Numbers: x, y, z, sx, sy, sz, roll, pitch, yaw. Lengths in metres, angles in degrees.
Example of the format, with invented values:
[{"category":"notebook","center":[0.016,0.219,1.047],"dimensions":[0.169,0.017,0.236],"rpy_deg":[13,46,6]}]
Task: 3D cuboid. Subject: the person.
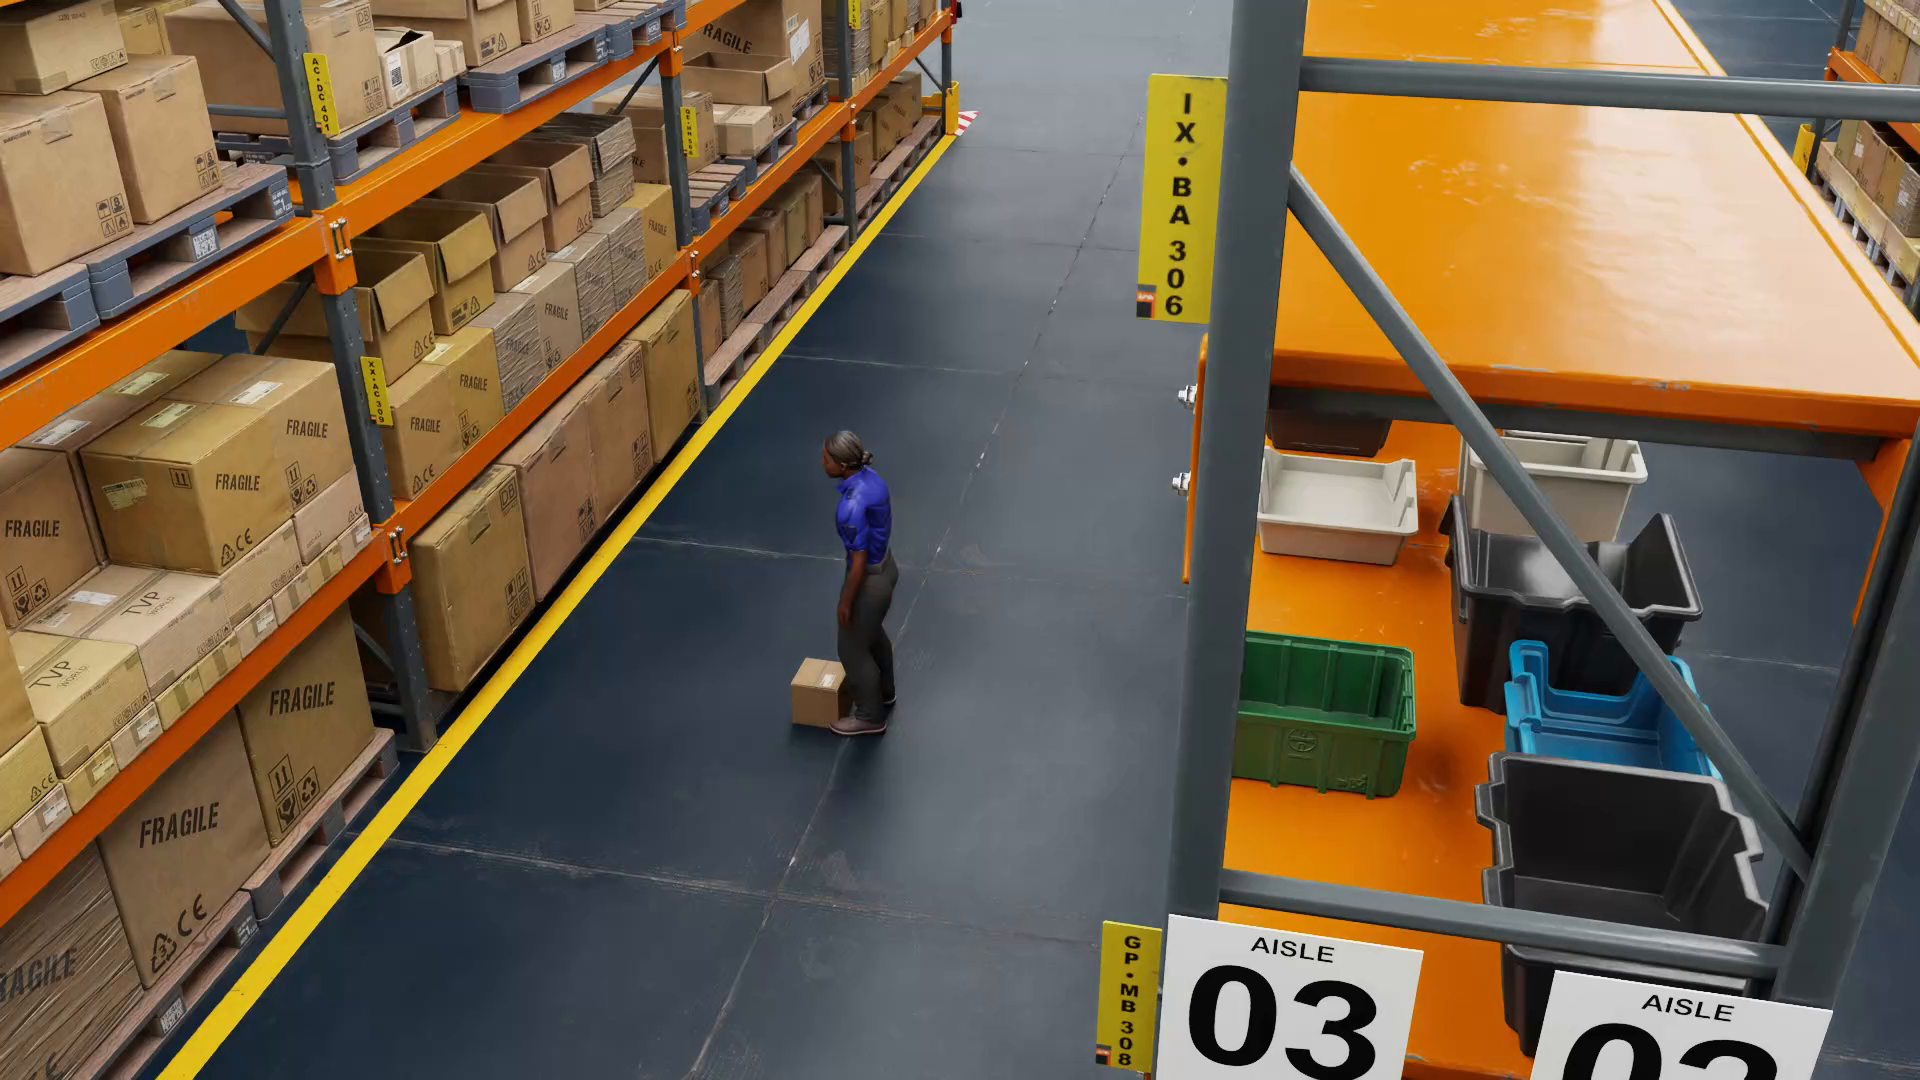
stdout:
[{"category":"person","center":[-0.488,0.202,8.251],"dimensions":[0.346,1.656,0.529],"rpy_deg":[5,29,8]}]
